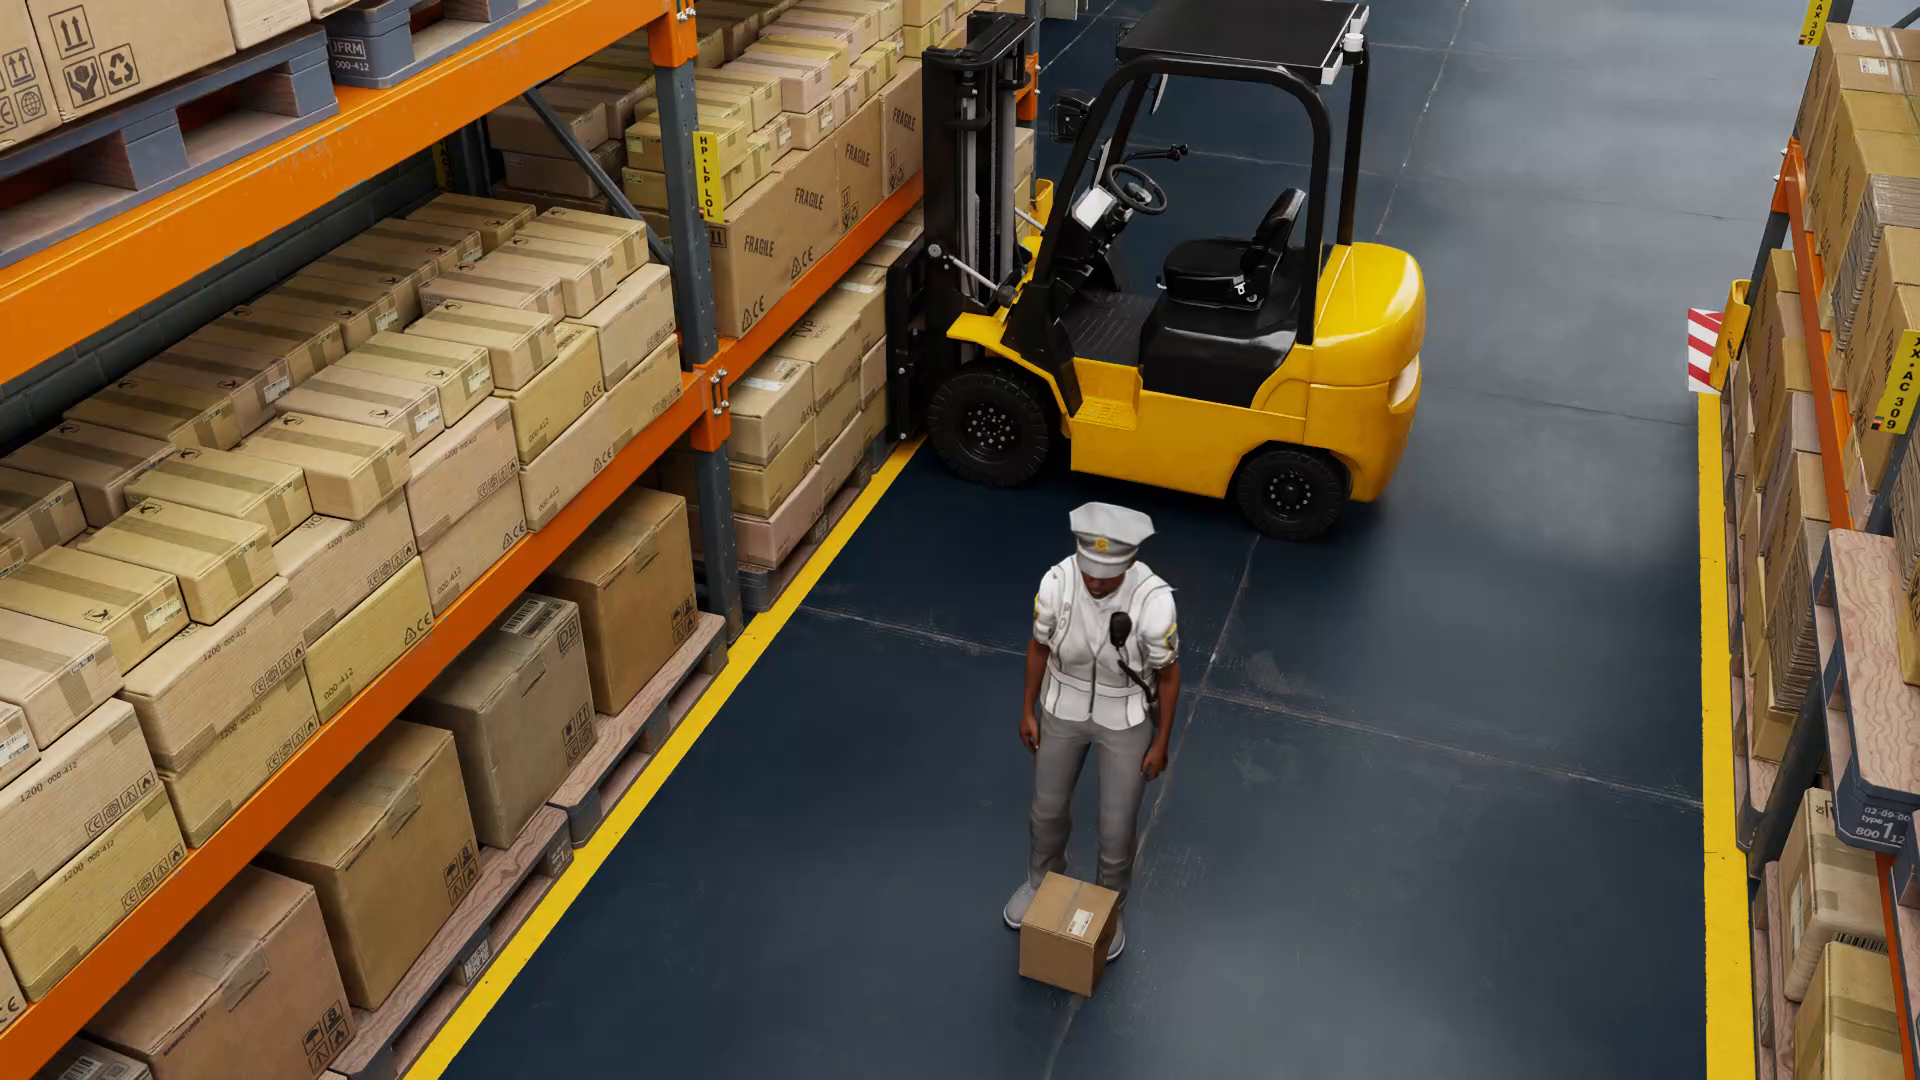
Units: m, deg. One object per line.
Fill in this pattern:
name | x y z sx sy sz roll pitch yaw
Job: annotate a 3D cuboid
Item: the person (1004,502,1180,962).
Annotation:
person | 0.422 0.587 5.253 0.507 1.659 0.415 11 35 16
